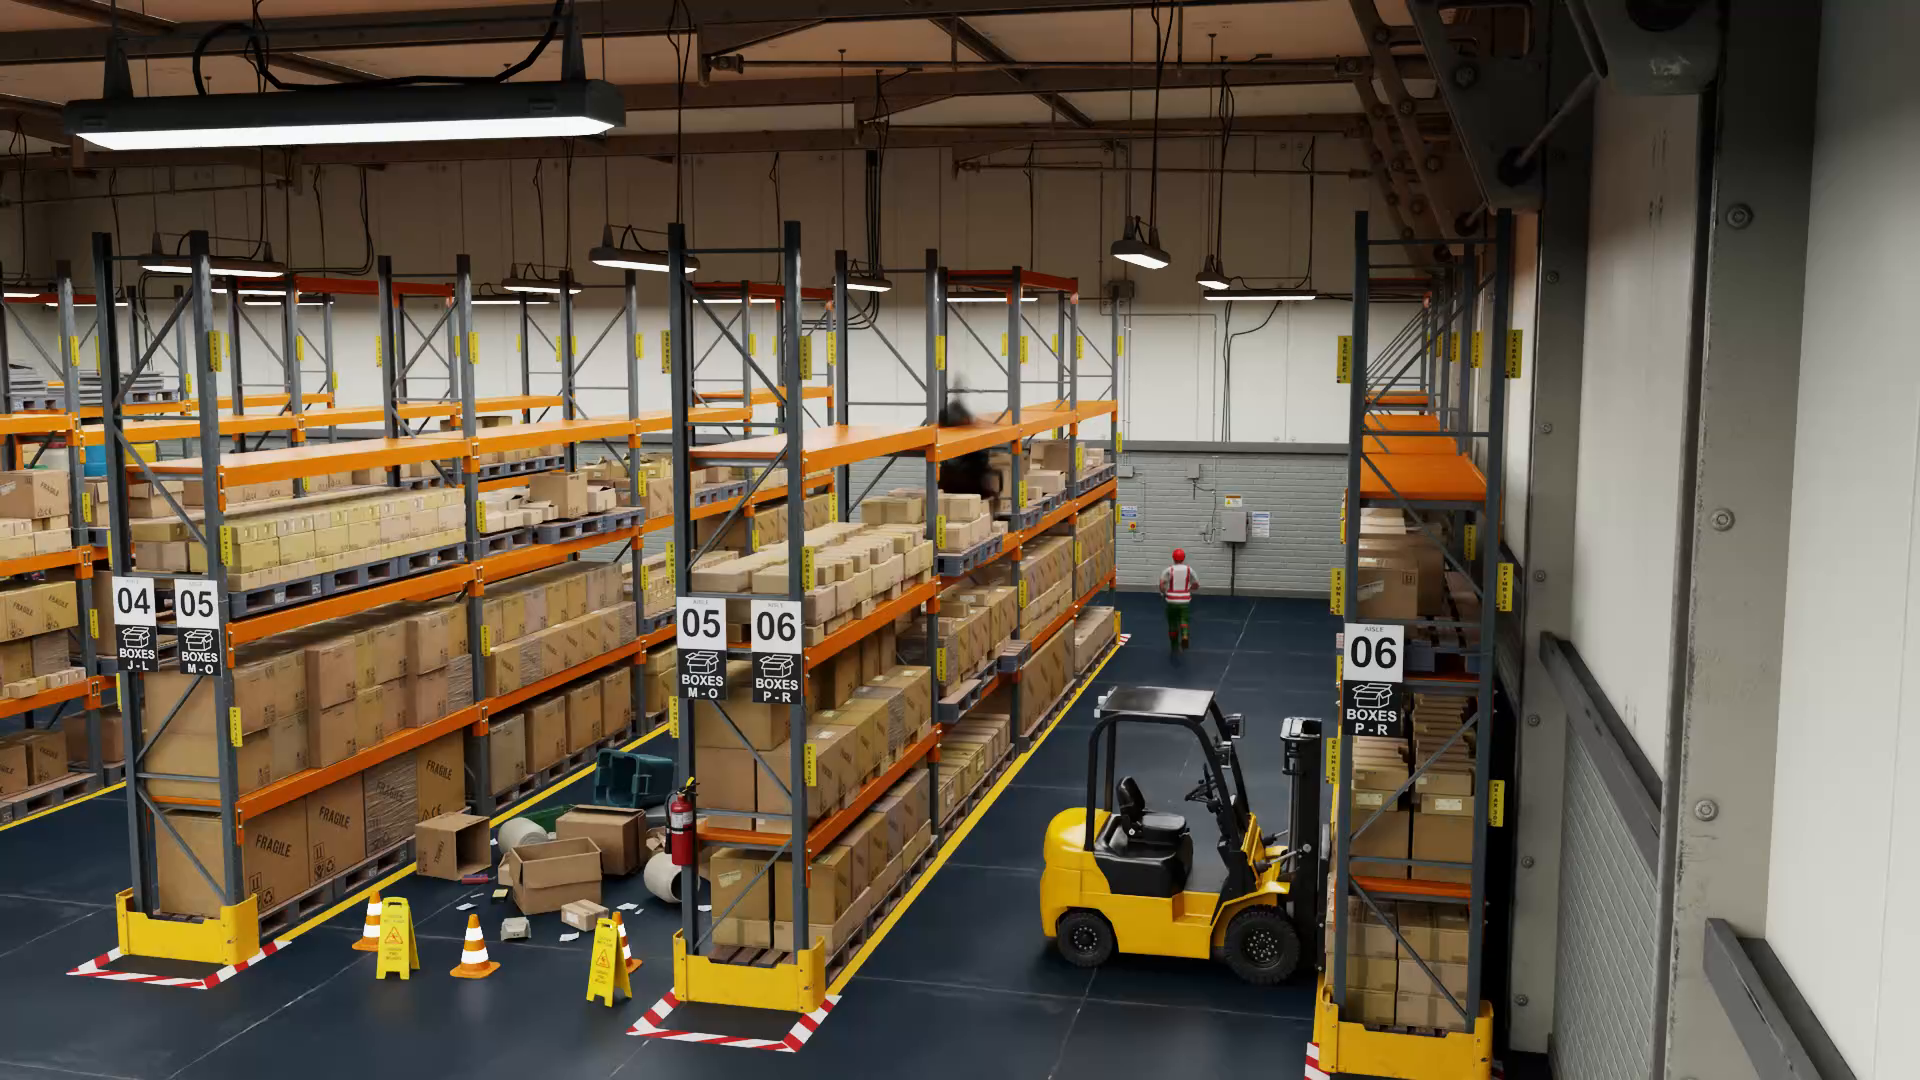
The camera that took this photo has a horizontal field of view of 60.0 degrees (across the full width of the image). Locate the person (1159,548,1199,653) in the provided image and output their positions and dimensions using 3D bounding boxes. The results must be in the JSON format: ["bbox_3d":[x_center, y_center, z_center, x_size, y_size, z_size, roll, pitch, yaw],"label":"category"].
[{"bbox_3d":[3.536,0.998,27.000,0.658,1.754,0.889,0,7,1],"label":"person"}]
